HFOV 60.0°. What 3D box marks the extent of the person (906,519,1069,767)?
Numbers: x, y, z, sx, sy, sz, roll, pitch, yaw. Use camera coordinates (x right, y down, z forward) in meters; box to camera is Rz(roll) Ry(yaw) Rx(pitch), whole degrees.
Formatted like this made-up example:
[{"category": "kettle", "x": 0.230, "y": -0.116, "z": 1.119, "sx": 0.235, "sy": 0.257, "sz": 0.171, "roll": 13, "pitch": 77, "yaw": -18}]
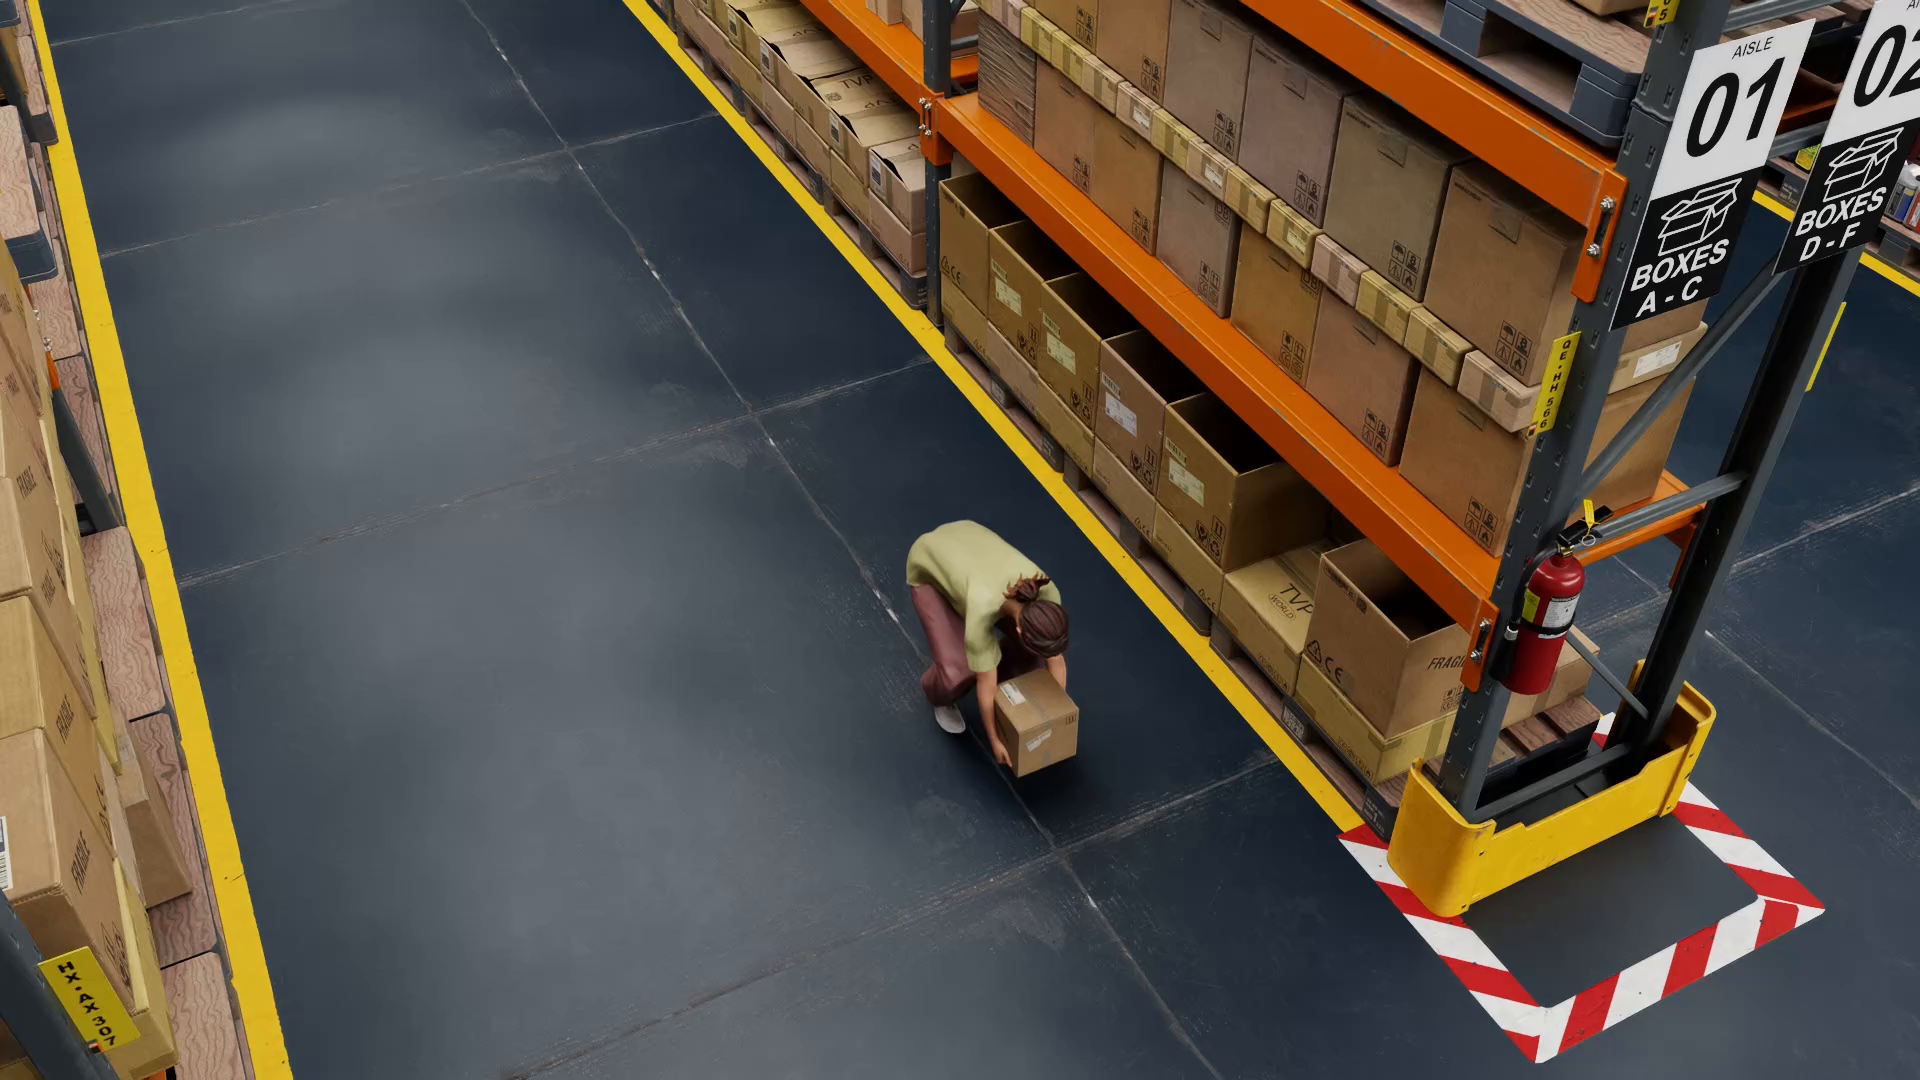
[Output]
[{"category": "person", "x": 0.116, "y": 0.382, "z": 6.279, "sx": 0.465, "sy": 0.945, "sz": 0.860, "roll": -21, "pitch": 46, "yaw": -22}]
